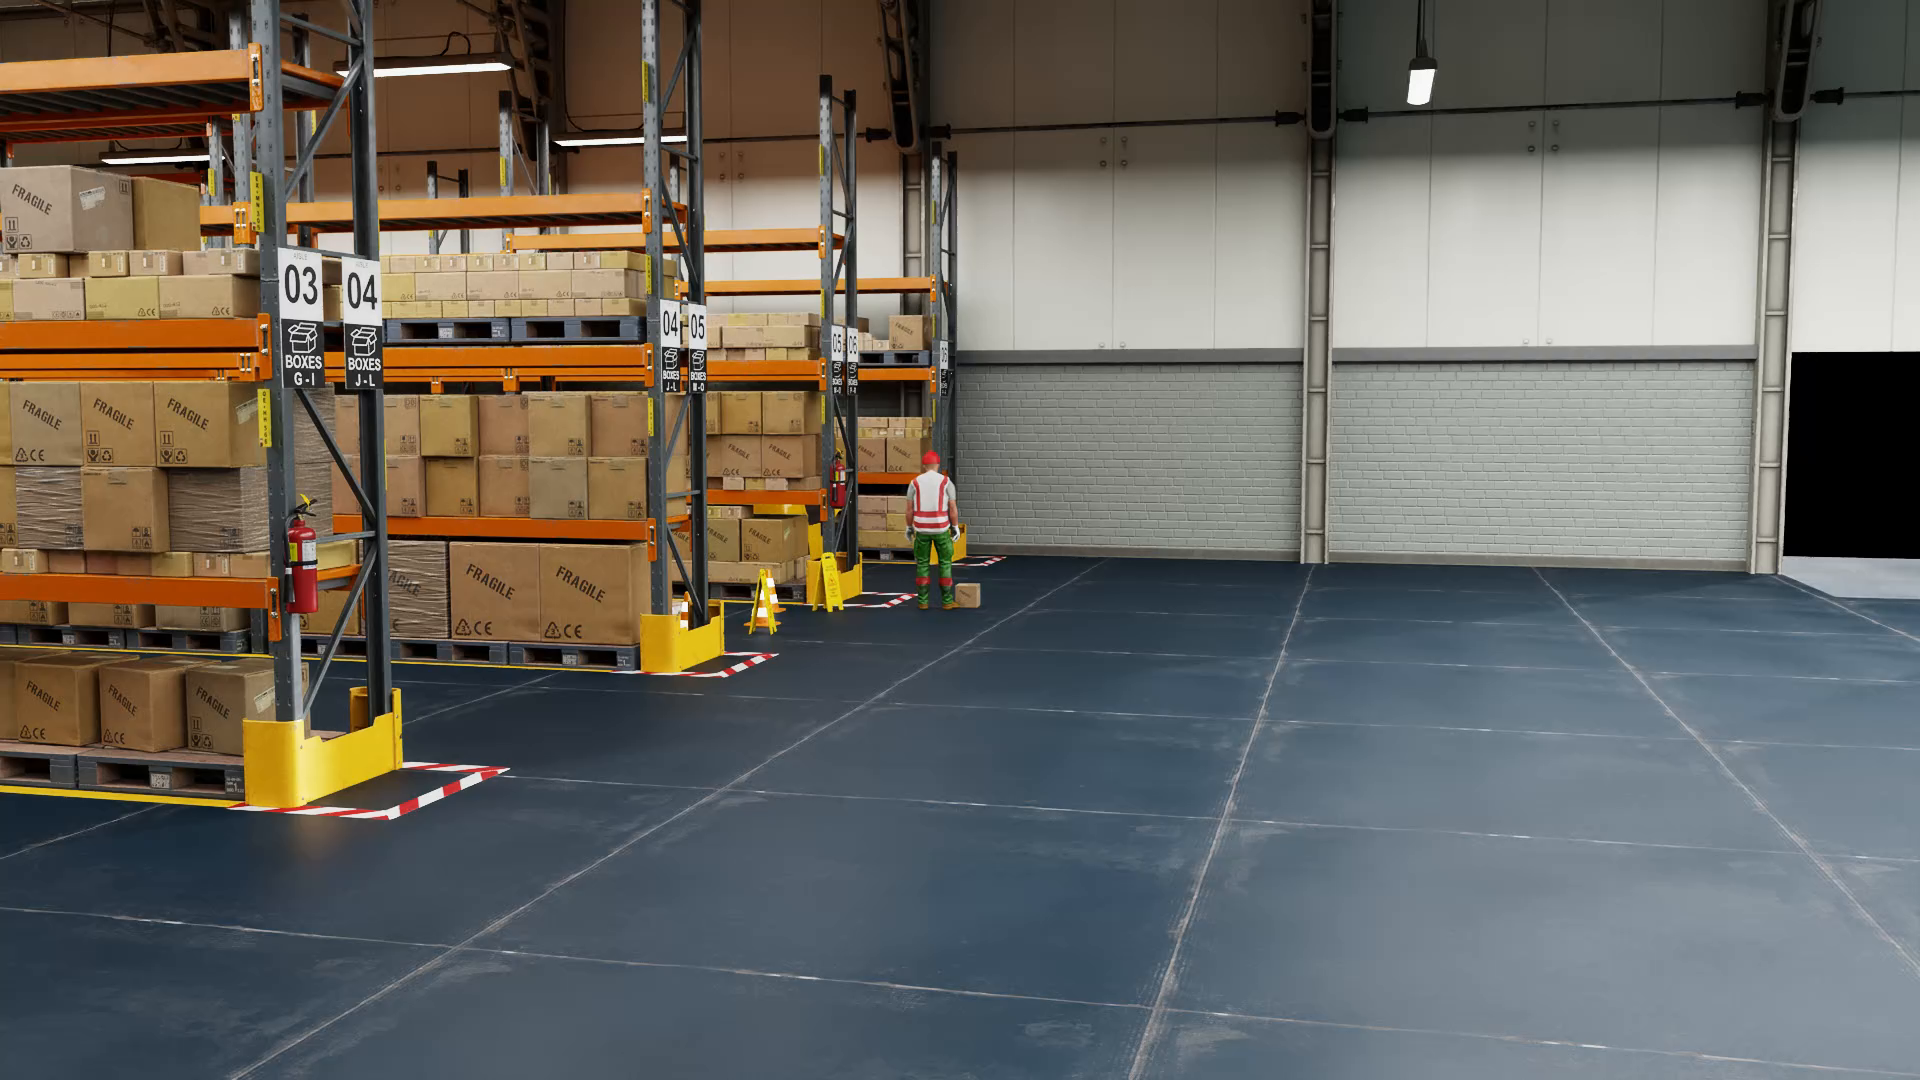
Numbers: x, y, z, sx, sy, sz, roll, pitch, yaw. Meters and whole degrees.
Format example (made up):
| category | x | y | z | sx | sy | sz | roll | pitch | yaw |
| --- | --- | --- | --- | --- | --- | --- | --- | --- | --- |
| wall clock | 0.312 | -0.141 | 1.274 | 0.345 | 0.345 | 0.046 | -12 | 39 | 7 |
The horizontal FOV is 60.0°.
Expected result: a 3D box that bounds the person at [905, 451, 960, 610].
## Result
| category | x | y | z | sx | sy | sz | roll | pitch | yaw |
| --- | --- | --- | --- | --- | --- | --- | --- | --- | --- |
| person | -0.306 | -0.112 | 18.714 | 0.610 | 1.780 | 0.445 | 1 | 5 | 8 |
